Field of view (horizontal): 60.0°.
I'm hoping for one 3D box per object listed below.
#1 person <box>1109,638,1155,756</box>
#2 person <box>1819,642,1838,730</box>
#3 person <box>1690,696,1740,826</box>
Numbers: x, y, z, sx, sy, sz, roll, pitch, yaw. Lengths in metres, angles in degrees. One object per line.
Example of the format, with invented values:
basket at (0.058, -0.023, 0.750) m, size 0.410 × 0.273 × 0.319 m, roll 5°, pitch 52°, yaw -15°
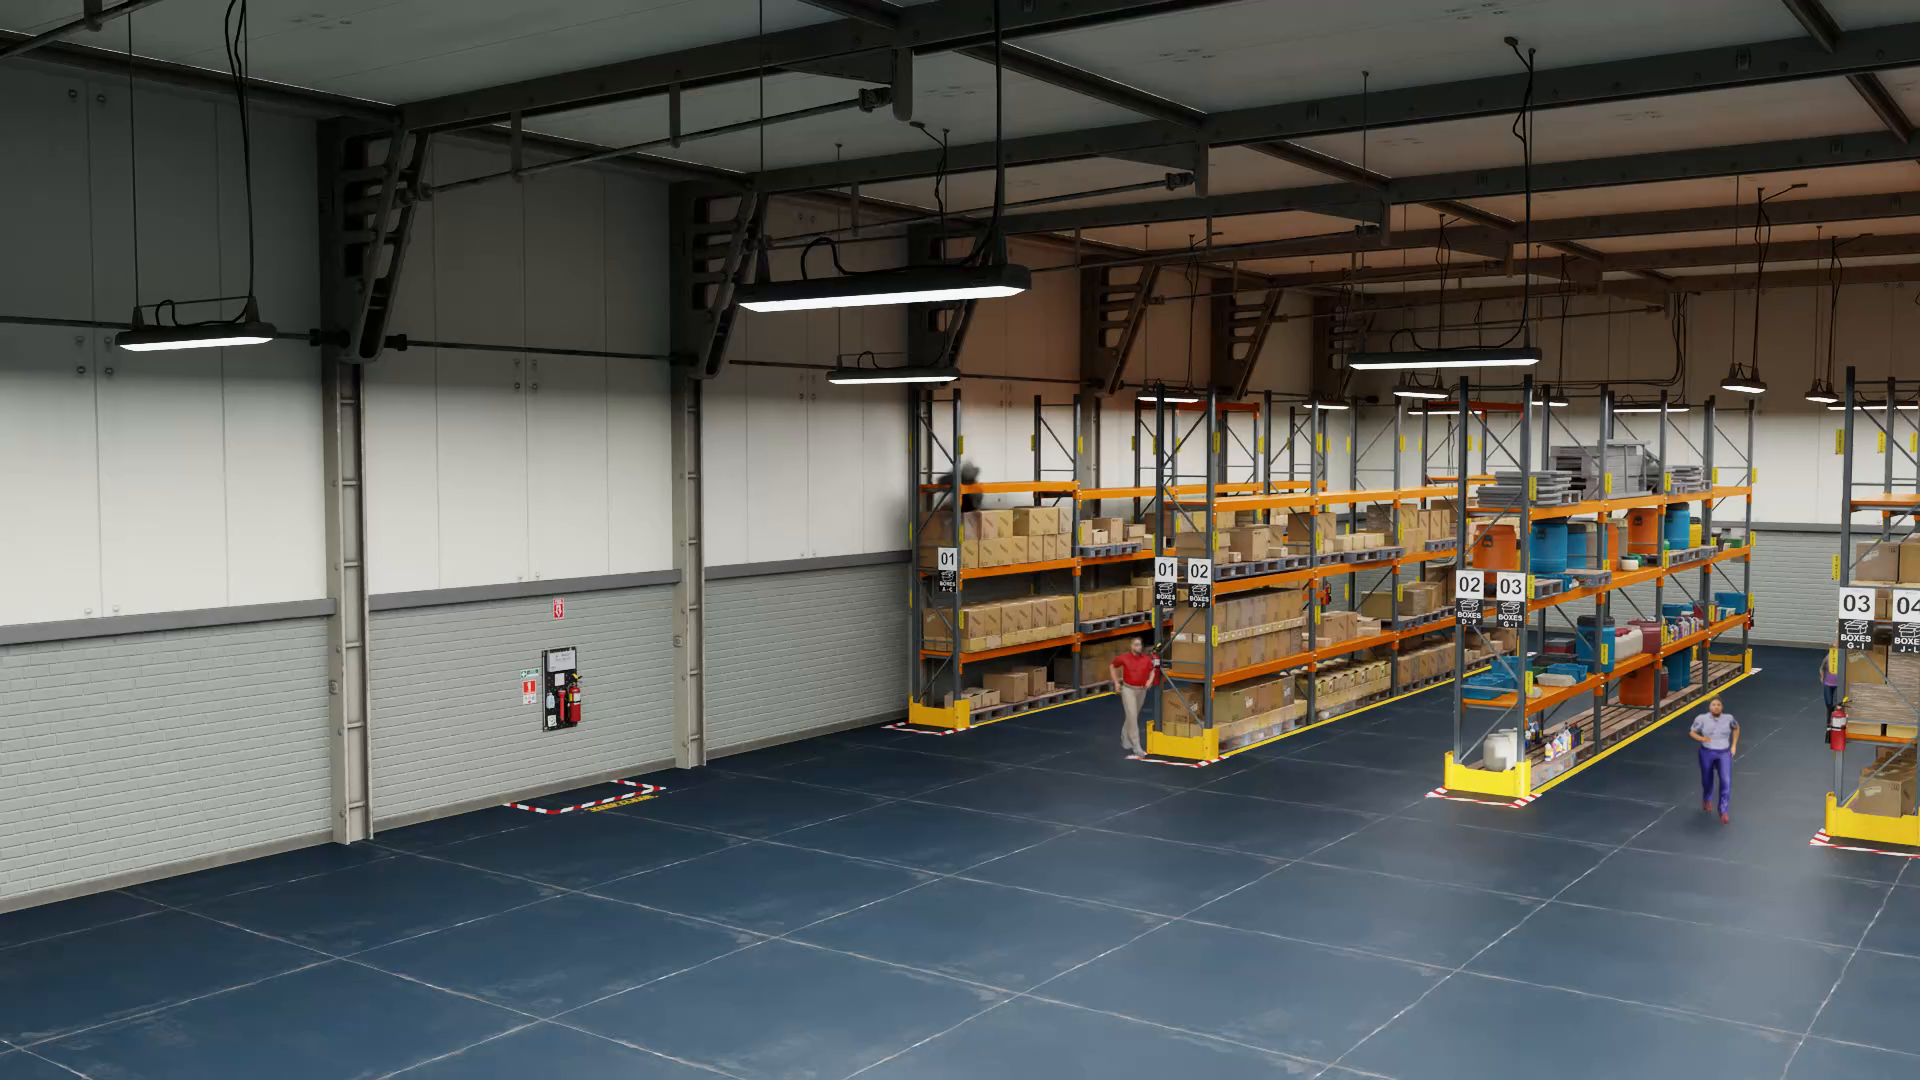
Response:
person at (2.718, 2.396, 25.760) m, size 0.678 × 1.765 × 0.882 m, roll -1°, pitch 4°, yaw -22°
person at (15.389, 2.559, 29.248) m, size 0.535 × 1.548 × 0.567 m, roll 3°, pitch 4°, yaw 38°
person at (10.111, 2.923, 22.290) m, size 0.623 × 1.682 × 0.873 m, roll 1°, pitch 3°, yaw 22°
